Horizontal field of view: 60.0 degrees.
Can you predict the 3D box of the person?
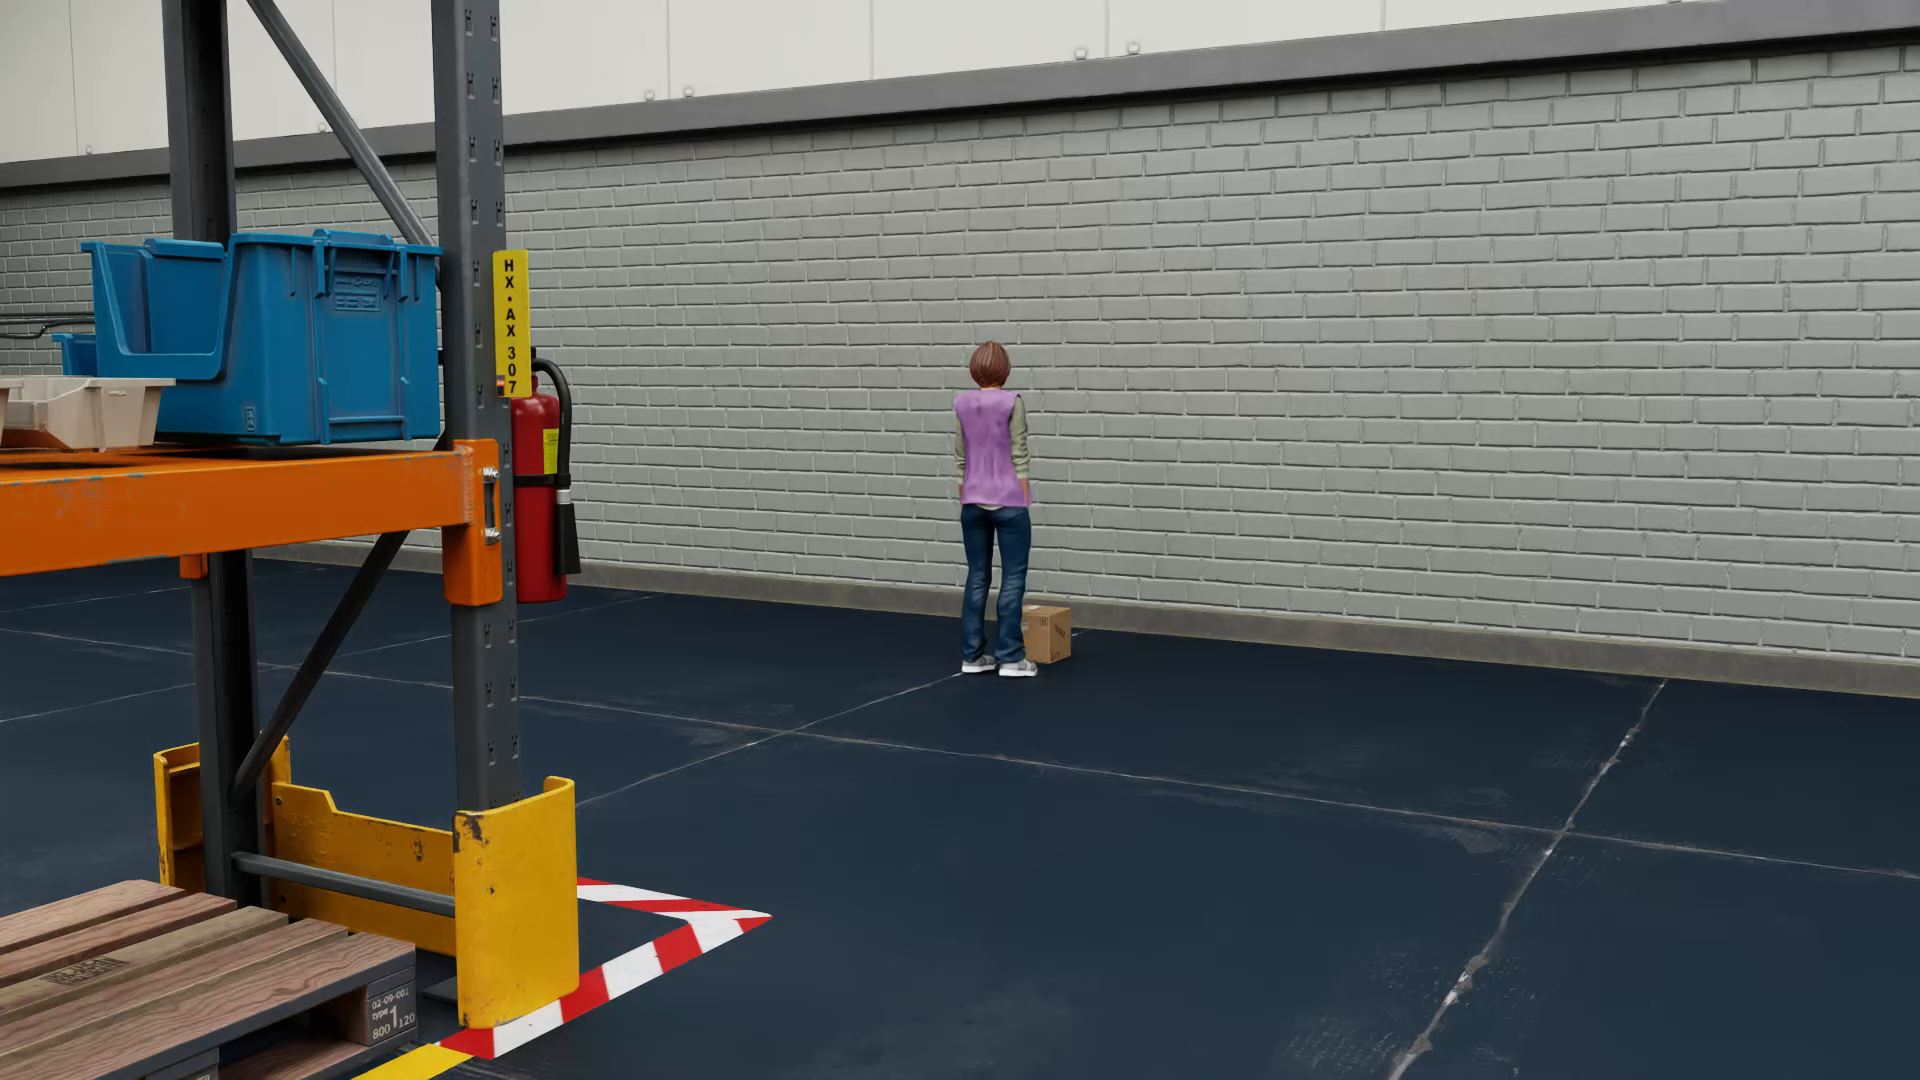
[{"bbox_3d":[0.155,-0.142,7.954,0.408,1.596,0.303,4,7,30],"label":"person"}]
